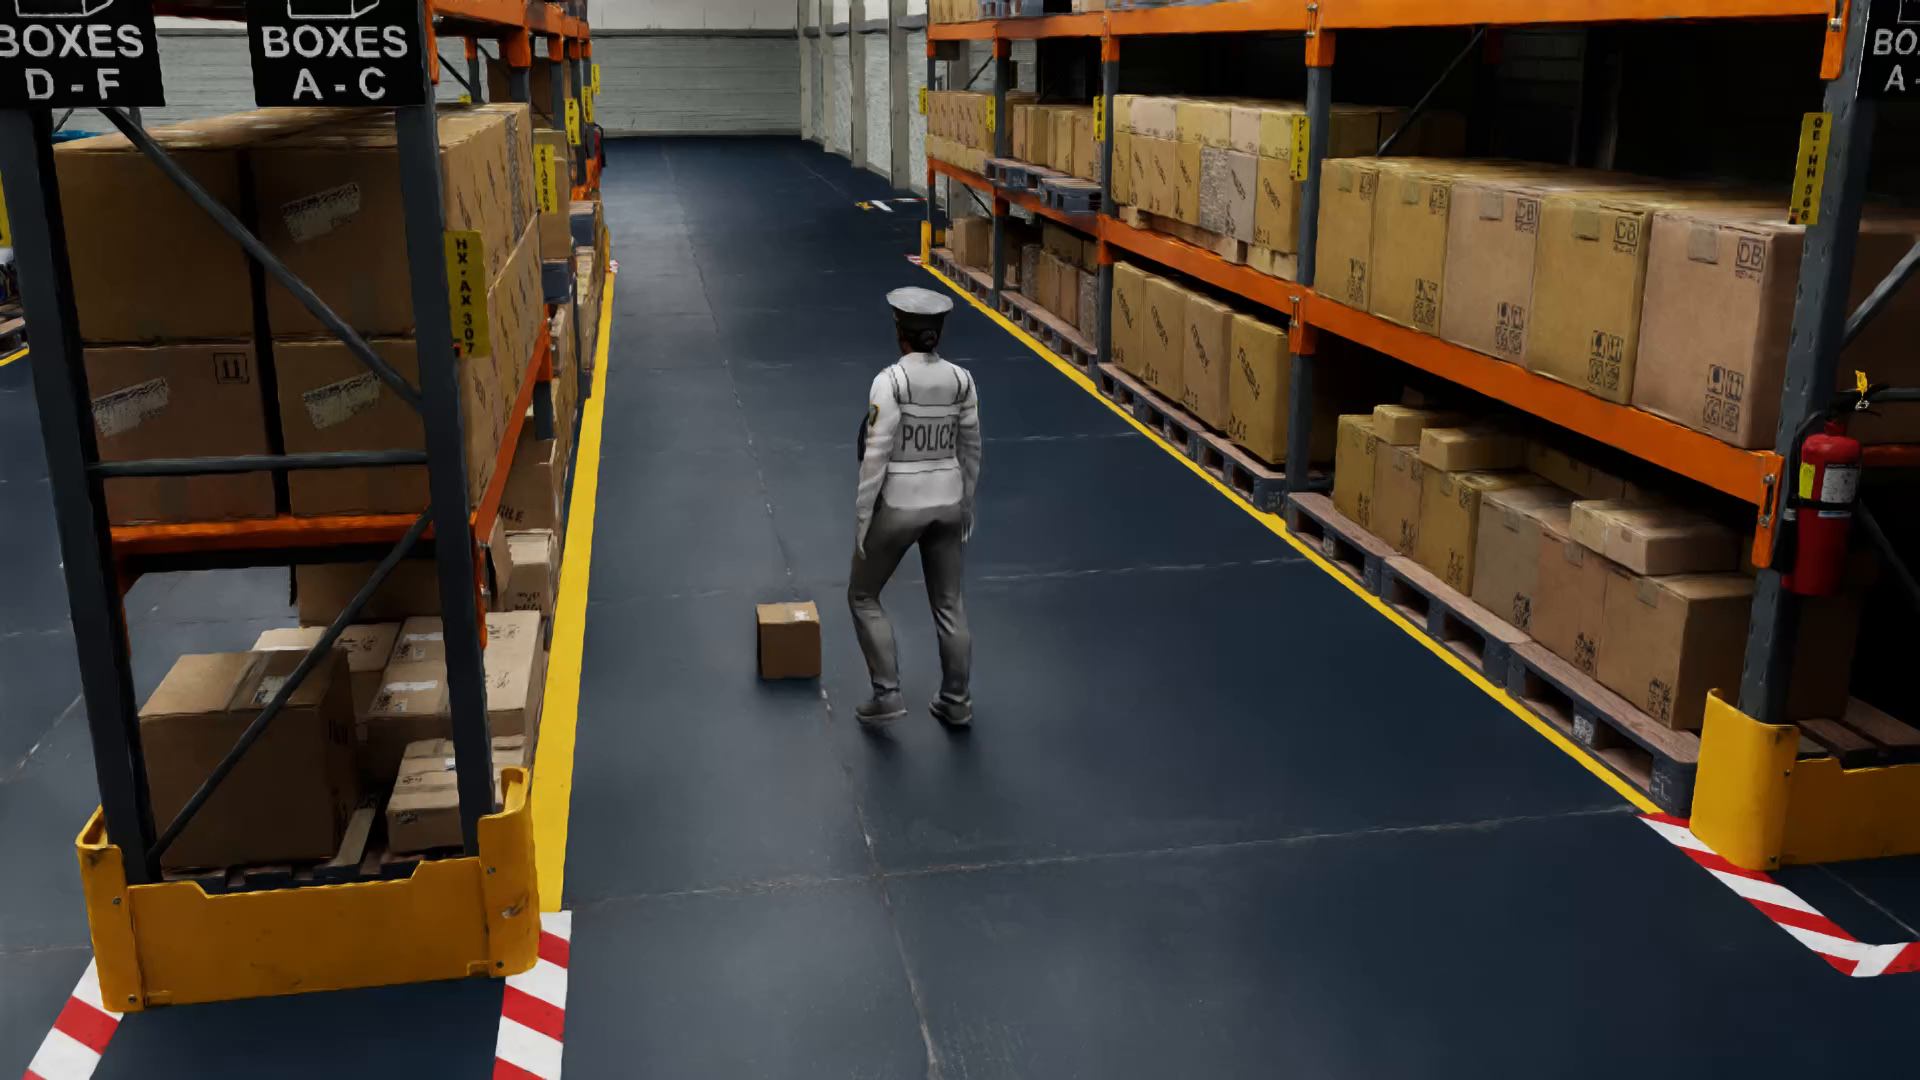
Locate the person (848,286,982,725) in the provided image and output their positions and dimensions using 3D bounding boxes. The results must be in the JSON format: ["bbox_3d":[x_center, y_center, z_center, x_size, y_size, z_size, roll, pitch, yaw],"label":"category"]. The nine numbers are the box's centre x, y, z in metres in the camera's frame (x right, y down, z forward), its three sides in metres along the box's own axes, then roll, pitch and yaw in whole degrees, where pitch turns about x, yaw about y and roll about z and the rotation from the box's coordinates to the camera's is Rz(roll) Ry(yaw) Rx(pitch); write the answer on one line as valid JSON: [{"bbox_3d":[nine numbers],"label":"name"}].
[{"bbox_3d":[-0.166,-0.101,6.284,0.560,1.680,0.360,-11,20,-33],"label":"person"}]
